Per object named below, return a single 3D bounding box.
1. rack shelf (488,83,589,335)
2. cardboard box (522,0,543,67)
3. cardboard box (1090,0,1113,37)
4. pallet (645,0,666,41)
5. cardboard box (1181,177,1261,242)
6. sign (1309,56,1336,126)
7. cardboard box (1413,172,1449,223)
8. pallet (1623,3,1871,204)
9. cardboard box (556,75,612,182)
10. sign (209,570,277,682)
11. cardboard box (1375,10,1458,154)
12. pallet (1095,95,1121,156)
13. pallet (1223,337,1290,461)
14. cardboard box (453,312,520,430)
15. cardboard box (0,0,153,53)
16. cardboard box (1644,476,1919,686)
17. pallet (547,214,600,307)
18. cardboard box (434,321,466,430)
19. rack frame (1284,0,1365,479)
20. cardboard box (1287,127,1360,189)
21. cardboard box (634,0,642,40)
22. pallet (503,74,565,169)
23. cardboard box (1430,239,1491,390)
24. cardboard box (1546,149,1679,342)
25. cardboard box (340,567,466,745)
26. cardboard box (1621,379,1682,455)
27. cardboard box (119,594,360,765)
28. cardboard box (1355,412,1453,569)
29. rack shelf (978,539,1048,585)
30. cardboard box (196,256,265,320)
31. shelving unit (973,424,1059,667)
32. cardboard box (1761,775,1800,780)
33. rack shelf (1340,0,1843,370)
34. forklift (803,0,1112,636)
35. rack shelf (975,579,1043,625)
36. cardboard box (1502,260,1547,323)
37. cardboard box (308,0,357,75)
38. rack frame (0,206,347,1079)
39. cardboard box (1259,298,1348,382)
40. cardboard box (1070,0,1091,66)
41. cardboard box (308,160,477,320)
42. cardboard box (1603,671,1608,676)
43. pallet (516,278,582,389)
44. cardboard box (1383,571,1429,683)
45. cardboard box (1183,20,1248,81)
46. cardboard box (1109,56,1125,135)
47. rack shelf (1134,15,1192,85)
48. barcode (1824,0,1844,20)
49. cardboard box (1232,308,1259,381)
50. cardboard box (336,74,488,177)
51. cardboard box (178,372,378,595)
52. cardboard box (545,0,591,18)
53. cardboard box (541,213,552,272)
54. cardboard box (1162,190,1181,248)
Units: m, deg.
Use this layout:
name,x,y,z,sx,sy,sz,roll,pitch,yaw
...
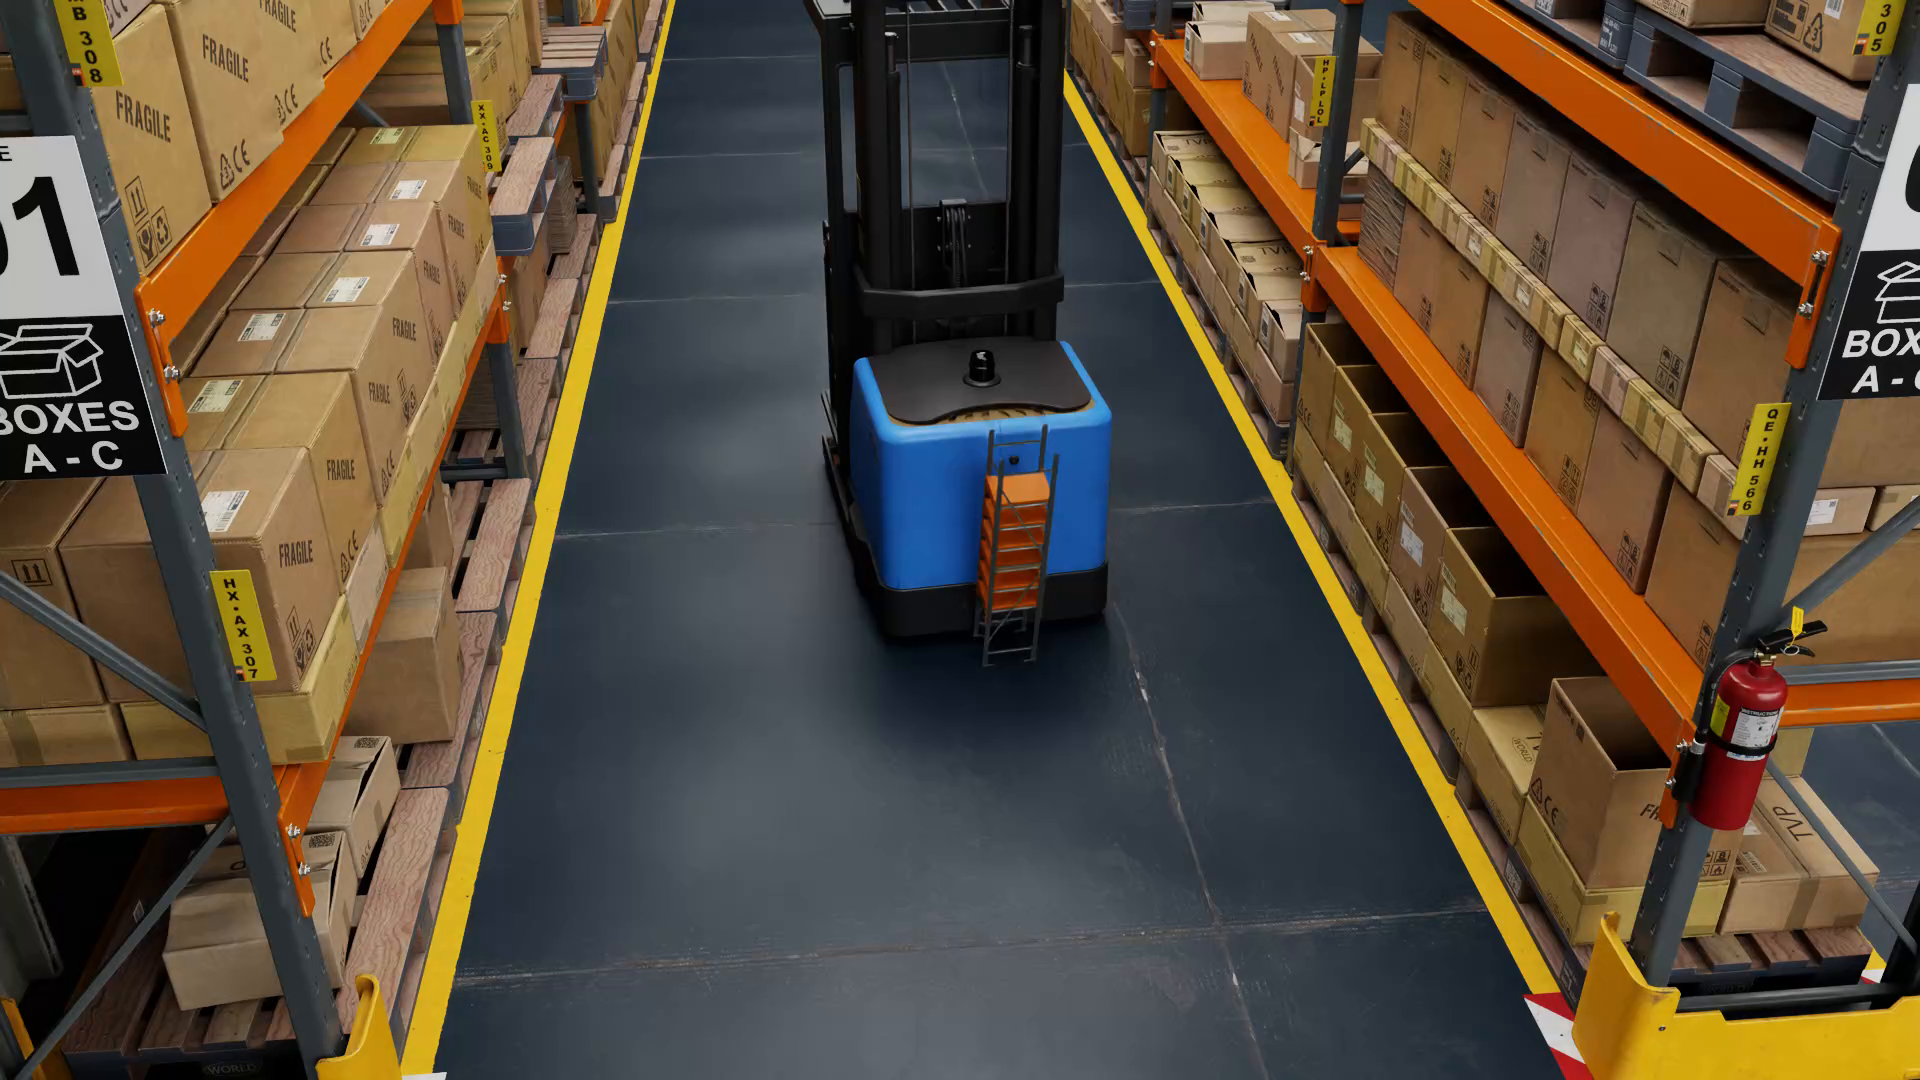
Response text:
name,x,y,z,sx,sy,sz,roll,pitch,yaw
rack shelf,-2.879,-2.141,9.612,1.077,0.370,4.000,-3,31,-5
cardboard box,-2.933,-3.180,10.122,0.700,0.500,0.500,-6,31,-9
cardboard box,1.388,-4.421,14.004,0.500,0.250,0.500,-3,31,-4
pallet,-3.550,-5.333,16.972,1.003,0.211,1.213,-3,31,-5
cardboard box,1.725,-2.141,10.635,0.500,0.311,0.500,-4,31,-6
sign,1.700,-2.101,7.790,0.100,0.325,0.005,-3,31,-5
cardboard box,2.147,-1.450,7.022,0.380,0.149,0.250,-3,31,-5
pallet,2.573,-1.238,4.559,1.003,0.211,1.213,-3,31,-5
cardboard box,-3.004,-3.110,12.219,0.750,0.750,0.750,-3,31,-5
sign,-1.778,0.215,4.120,0.100,0.325,0.005,-3,31,-5
cardboard box,2.288,-2.042,7.381,0.700,0.500,0.500,-3,31,-4
pallet,1.723,-3.518,13.934,1.003,0.211,1.213,-3,31,-5
pallet,2.132,-0.846,9.460,1.003,0.211,1.213,-3,31,-5
cardboard box,-2.777,-0.920,8.874,0.700,0.500,0.500,-2,31,-3
cardboard box,-2.112,-1.364,3.591,0.500,0.500,0.500,-5,31,-8
cardboard box,2.583,0.092,5.073,0.700,0.500,0.500,-3,31,-5
pallet,-2.994,-1.875,11.184,1.003,0.211,1.213,-3,31,-5
cardboard box,-2.245,-0.635,6.515,0.500,0.250,0.500,-3,31,-5
rack frame,2.240,-1.668,8.118,1.000,3.000,0.127,-3,31,-5
cardboard box,1.975,-2.051,8.889,0.396,0.266,0.258,-3,31,-6
cardboard box,-3.407,-5.007,15.736,0.700,0.500,0.500,-2,31,-4
pallet,-2.840,-2.380,9.497,1.003,0.211,1.213,-3,31,-5
cardboard box,2.386,-0.960,6.834,0.700,0.500,0.500,-2,31,-4
cardboard box,2.475,-1.018,5.666,0.700,0.500,0.500,-3,31,-4
cardboard box,-2.365,0.472,6.544,0.700,0.500,0.500,-5,31,-8
cardboard box,2.338,-0.398,5.261,0.380,0.149,0.250,-3,31,-5
cardboard box,-2.048,0.404,4.774,0.500,0.250,0.500,-4,31,-6
cardboard box,2.065,-0.228,7.247,0.500,0.500,0.500,-3,31,-5
rack shelf,0.223,0.079,7.020,0.258,0.103,0.180,-6,44,-10
cardboard box,-2.711,-0.662,5.828,0.500,0.500,0.500,-2,31,-4
shelving unit,0.225,0.047,6.989,0.258,1.200,0.189,-6,44,-10
cardboard box,2.735,0.834,6.200,0.500,0.250,0.500,-3,31,-5
rack shelf,2.427,-1.626,5.824,1.077,0.370,4.000,-3,31,-5
forklift,-0.122,-1.572,8.024,1.130,2.935,3.031,-6,31,-10
rack shelf,0.211,0.253,7.185,0.258,0.103,0.180,-6,44,-10
cardboard box,2.241,-0.925,6.144,0.380,0.149,0.250,-3,31,-5
cardboard box,-2.239,-1.722,5.166,0.500,0.500,0.500,-1,31,-2
rack frame,-2.318,0.613,4.299,1.000,3.000,0.127,-3,31,-5
cardboard box,1.917,-1.102,8.895,0.500,0.311,0.500,-3,31,-5
cardboard box,1.295,-4.610,15.051,0.500,0.500,0.500,-4,31,-7
cardboard box,-2.287,-1.214,6.753,0.500,0.500,0.500,-3,31,-5
cardboard box,2.677,0.258,6.434,0.500,0.500,0.500,-3,31,-5
pallet,-2.883,-1.254,10.143,1.003,0.211,1.213,-3,31,-5
cardboard box,2.117,0.349,7.012,0.500,0.250,0.500,-3,31,-5
cardboard box,1.757,-3.206,10.780,0.500,0.311,0.500,-3,31,-5
cardboard box,1.497,-3.557,13.288,0.500,0.500,0.500,-4,31,-6
rack shelf,1.679,-4.423,13.431,1.077,0.370,4.000,-3,31,-5
barcode,2.105,-1.294,4.000,0.001,0.075,0.075,-3,31,-5
cardboard box,1.867,-1.124,9.479,0.500,0.250,0.500,-3,31,-5
cardboard box,-2.706,-1.922,8.017,0.700,0.500,0.500,-3,31,-4
cardboard box,-2.100,-0.164,4.995,0.500,0.500,0.500,-3,31,-4
cardboard box,-2.856,-3.911,11.465,0.500,0.500,0.500,-2,31,-3
cardboard box,-3.014,-1.953,10.604,0.700,0.500,0.500,-3,31,-5
cardboard box,1.670,-2.172,11.234,0.500,0.250,0.500,-4,31,-6
